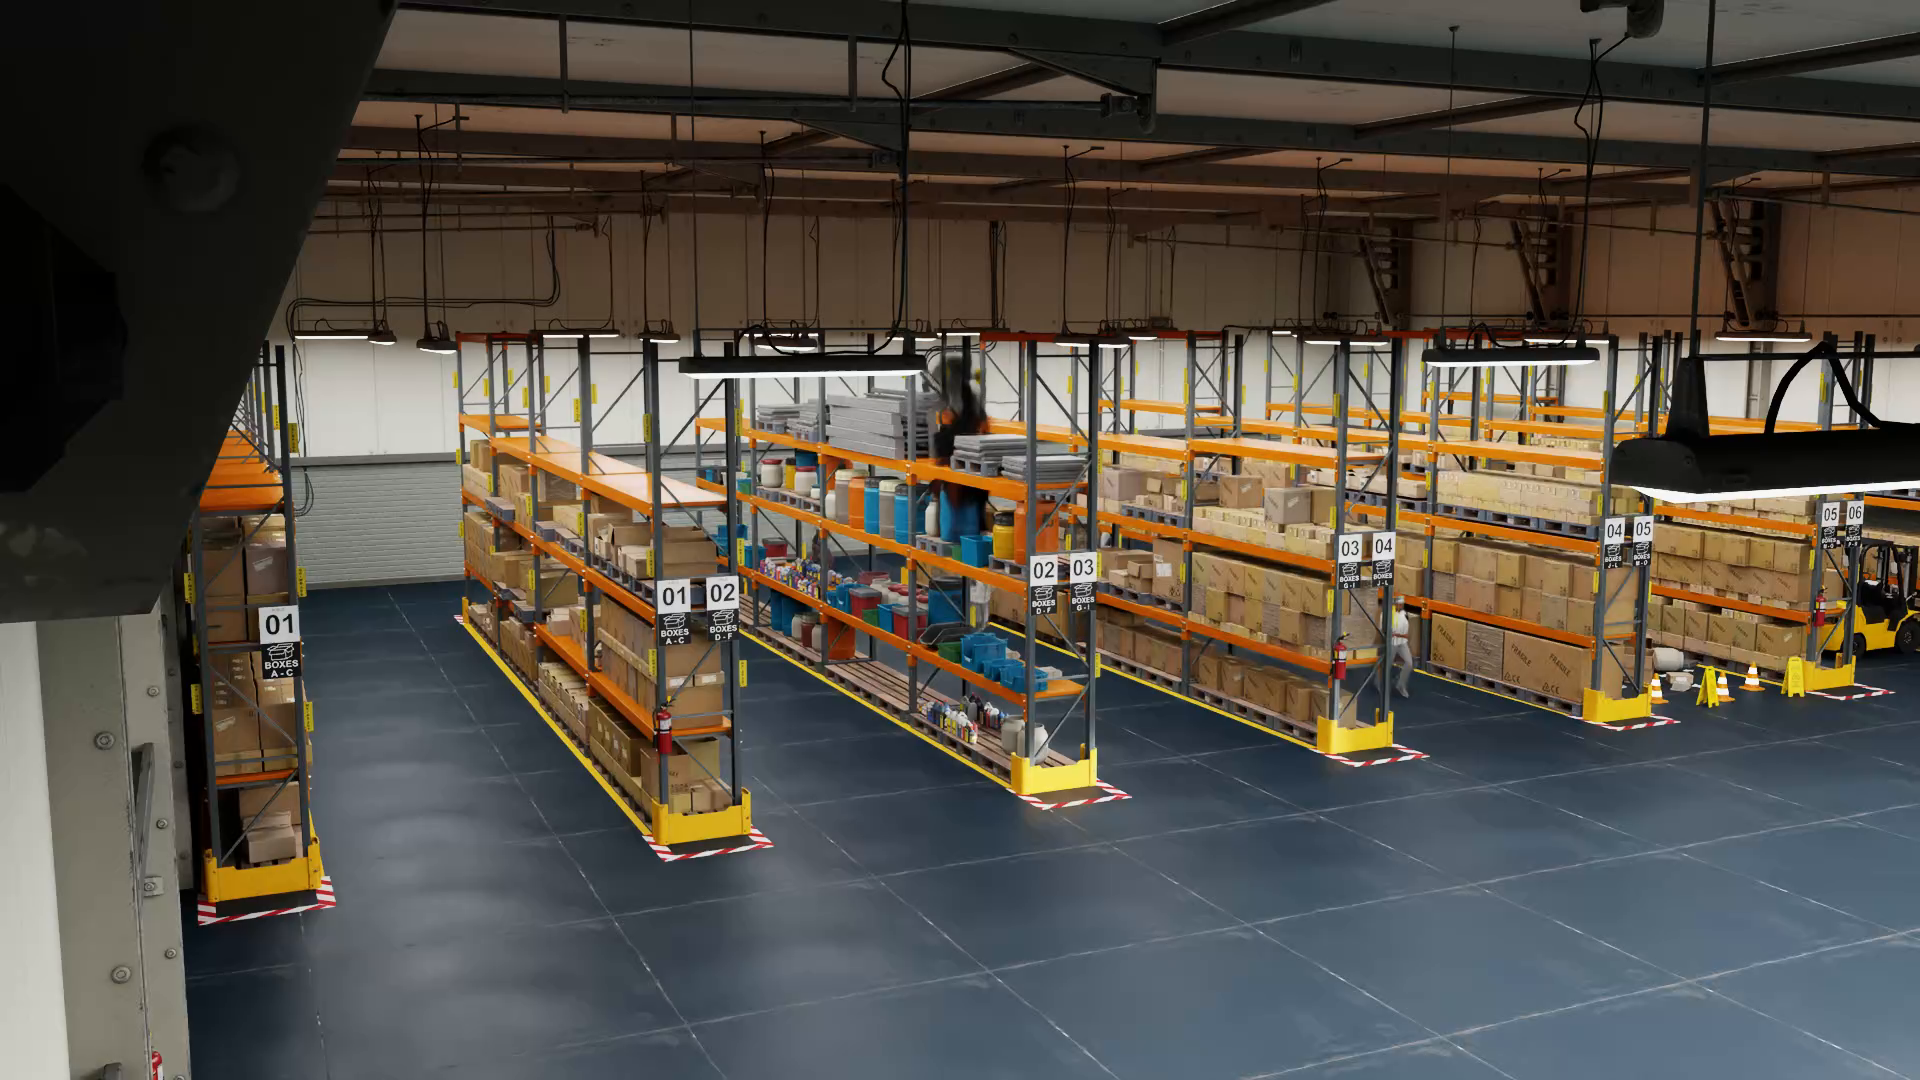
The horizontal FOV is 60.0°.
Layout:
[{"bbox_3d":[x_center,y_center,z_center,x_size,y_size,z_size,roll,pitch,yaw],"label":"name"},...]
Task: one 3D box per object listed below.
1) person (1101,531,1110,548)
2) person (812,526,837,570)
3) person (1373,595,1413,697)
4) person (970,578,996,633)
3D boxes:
[{"bbox_3d":[3.662,-0.183,41.889,0.837,1.771,0.657,-5,9,-32],"label":"person"},{"bbox_3d":[-3.375,0.191,39.625,0.943,1.730,0.676,-2,8,-14],"label":"person"},{"bbox_3d":[7.291,1.766,27.848,0.525,1.741,0.767,-4,9,-29],"label":"person"},{"bbox_3d":[0.373,1.180,32.163,0.653,1.711,0.797,-5,9,-34],"label":"person"}]
